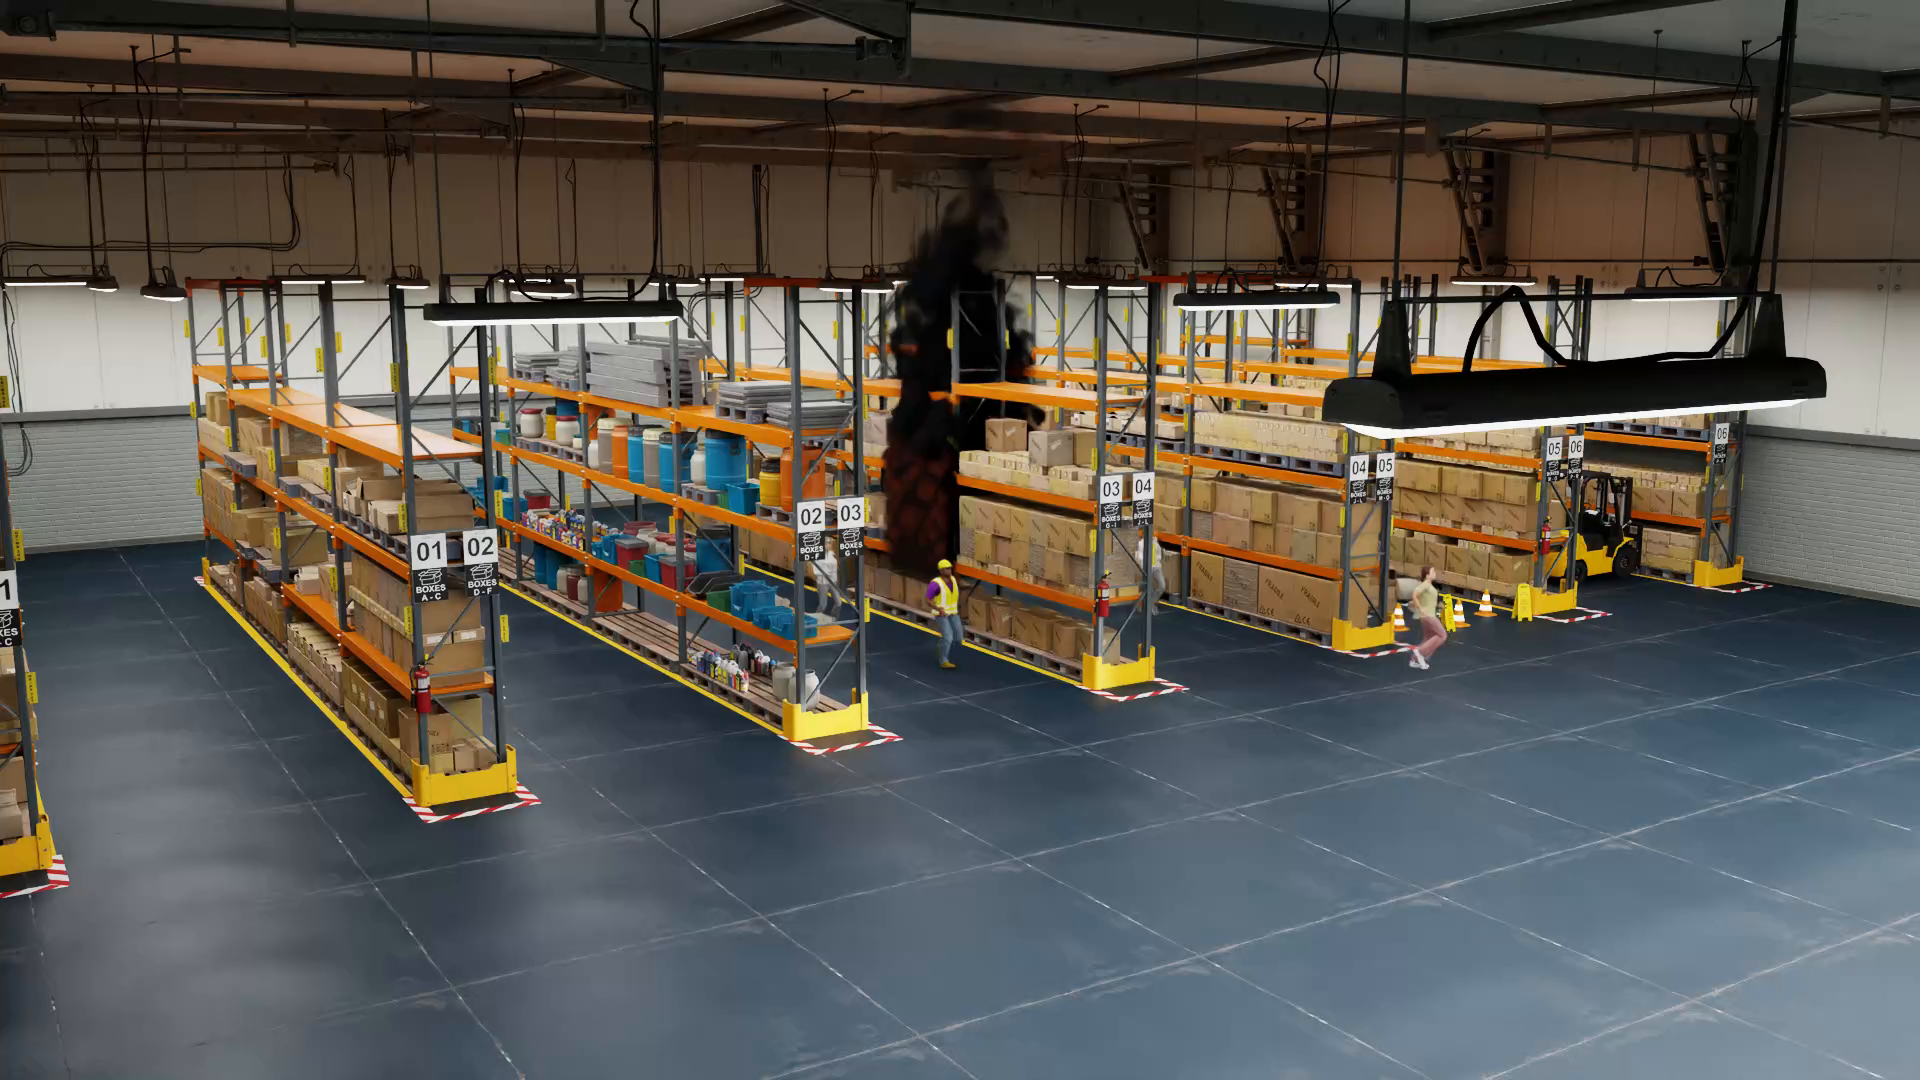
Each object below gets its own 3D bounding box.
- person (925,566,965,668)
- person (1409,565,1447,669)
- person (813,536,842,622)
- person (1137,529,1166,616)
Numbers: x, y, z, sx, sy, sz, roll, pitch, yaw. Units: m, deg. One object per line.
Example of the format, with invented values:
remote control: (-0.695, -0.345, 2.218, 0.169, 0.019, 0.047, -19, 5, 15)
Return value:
person: (-0.226, 1.169, 25.985, 0.679, 1.681, 0.576, -8, 13, -40)
person: (7.327, 1.202, 25.954, 0.554, 1.620, 0.581, 3, 10, 15)
person: (-2.241, 0.698, 28.306, 0.592, 1.573, 0.663, -8, 12, -38)
person: (3.464, 0.546, 29.860, 0.414, 1.674, 0.647, -7, 12, -35)
